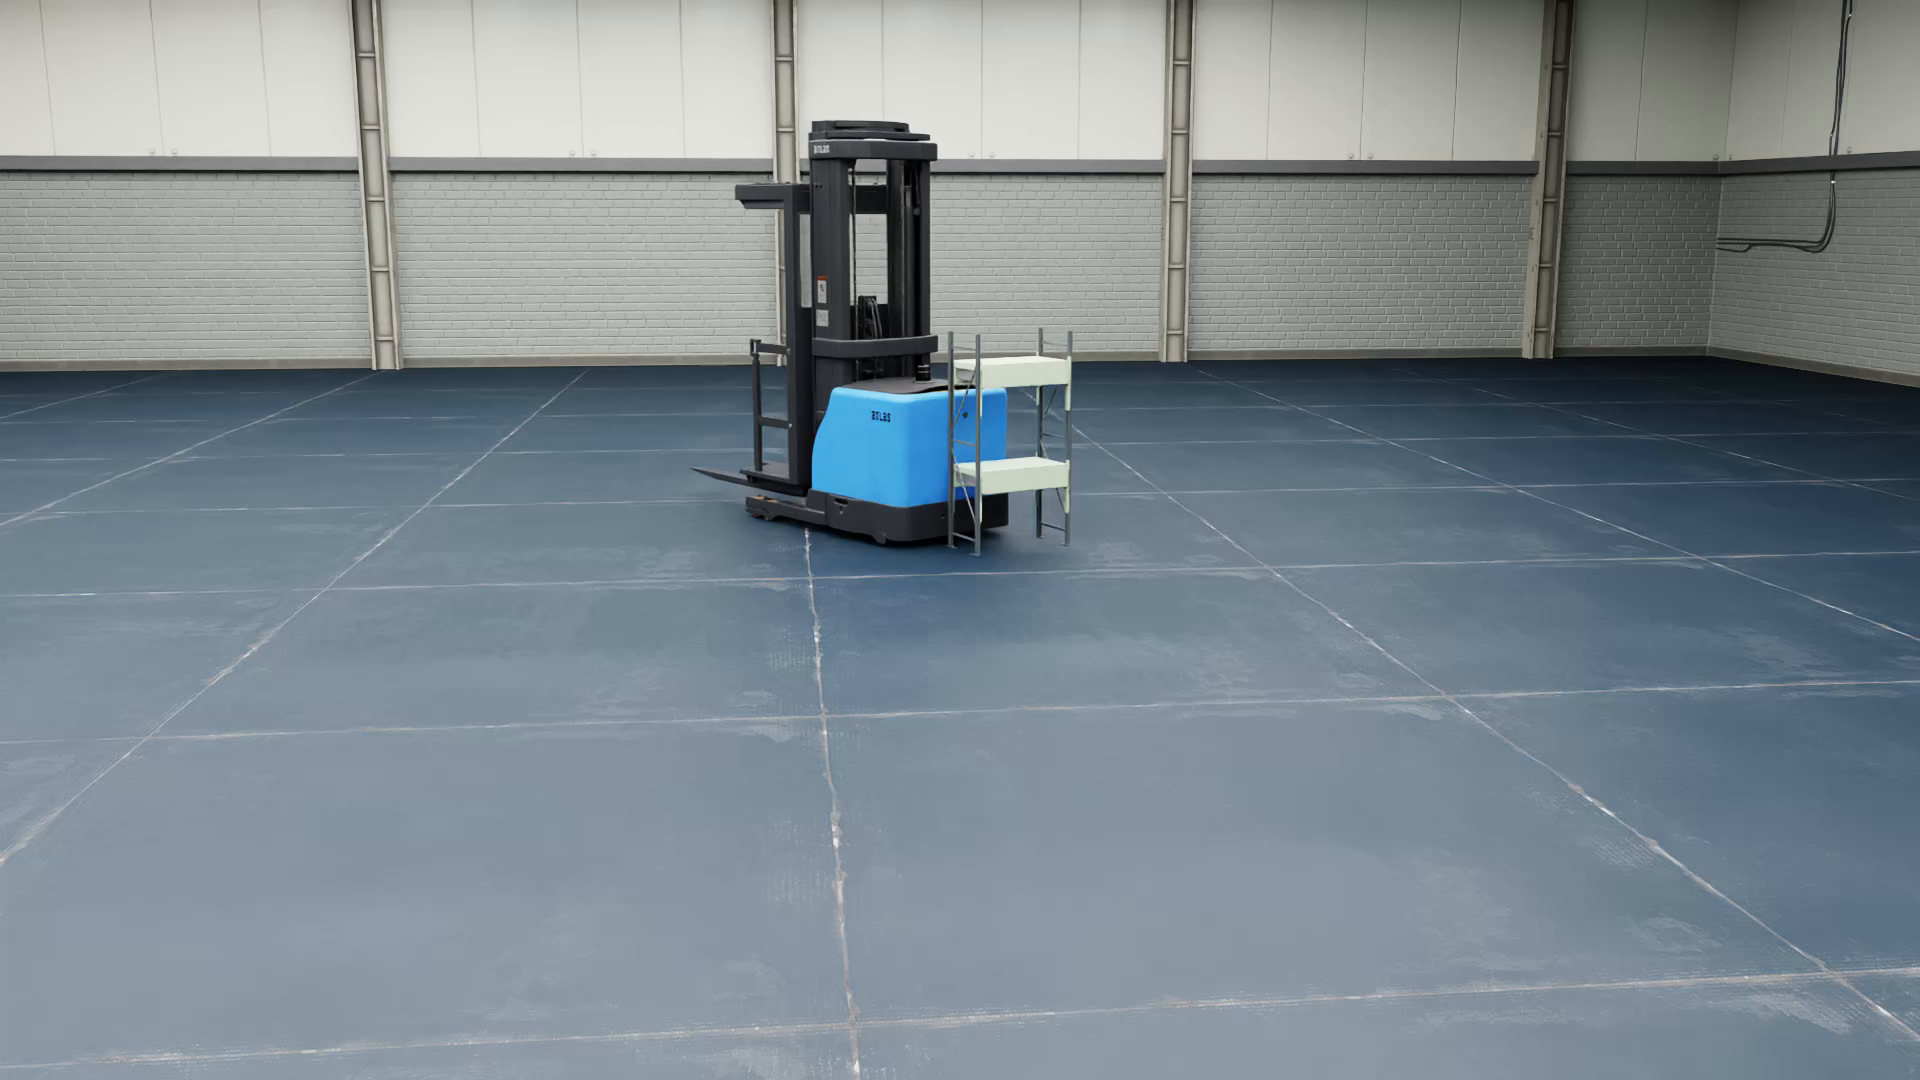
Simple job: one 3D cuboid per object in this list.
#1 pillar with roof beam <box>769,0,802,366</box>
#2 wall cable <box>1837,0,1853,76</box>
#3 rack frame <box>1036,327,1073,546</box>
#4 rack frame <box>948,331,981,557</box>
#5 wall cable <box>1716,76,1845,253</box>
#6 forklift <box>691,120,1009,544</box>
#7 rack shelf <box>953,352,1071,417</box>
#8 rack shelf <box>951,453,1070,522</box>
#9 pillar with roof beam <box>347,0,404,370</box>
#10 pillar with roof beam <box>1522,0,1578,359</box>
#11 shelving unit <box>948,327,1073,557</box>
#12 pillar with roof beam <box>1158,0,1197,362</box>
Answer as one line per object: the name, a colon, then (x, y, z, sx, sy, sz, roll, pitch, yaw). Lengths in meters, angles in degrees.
pillar with roof beam: (-2.147, -6.286, 20.513, 0.400, 9.000, 9.100, -1, 11, -6)
wall cable: (12.682, -7.605, 22.180, 0.112, 2.526, 3.097, -1, 11, -6)
rack frame: (0.661, -0.726, 11.673, 0.023, 1.500, 0.400, -6, 13, -30)
rack frame: (0.028, -0.655, 11.312, 0.023, 1.500, 0.400, -6, 13, -30)
wall cable: (12.390, -5.645, 25.306, 0.112, 2.526, 3.097, -1, 11, -6)
forklift: (-0.988, -1.636, 12.591, 1.130, 2.935, 3.031, -9, 15, -40)
rack shelf: (0.344, -1.073, 11.417, 0.720, 0.370, 0.431, -6, 13, -30)
rack shelf: (0.344, -0.371, 11.555, 0.720, 0.370, 0.431, -6, 13, -30)
pillar with roof beam: (-8.112, -6.161, 19.878, 0.400, 9.000, 9.100, -1, 11, -6)
pillar with roof beam: (9.783, -6.536, 21.785, 0.400, 9.000, 9.100, -1, 11, -6)
shelving unit: (0.344, -0.690, 11.492, 0.755, 1.500, 0.431, -6, 13, -30)
pillar with roof beam: (3.818, -6.411, 21.149, 0.400, 9.000, 9.100, -1, 11, -6)
